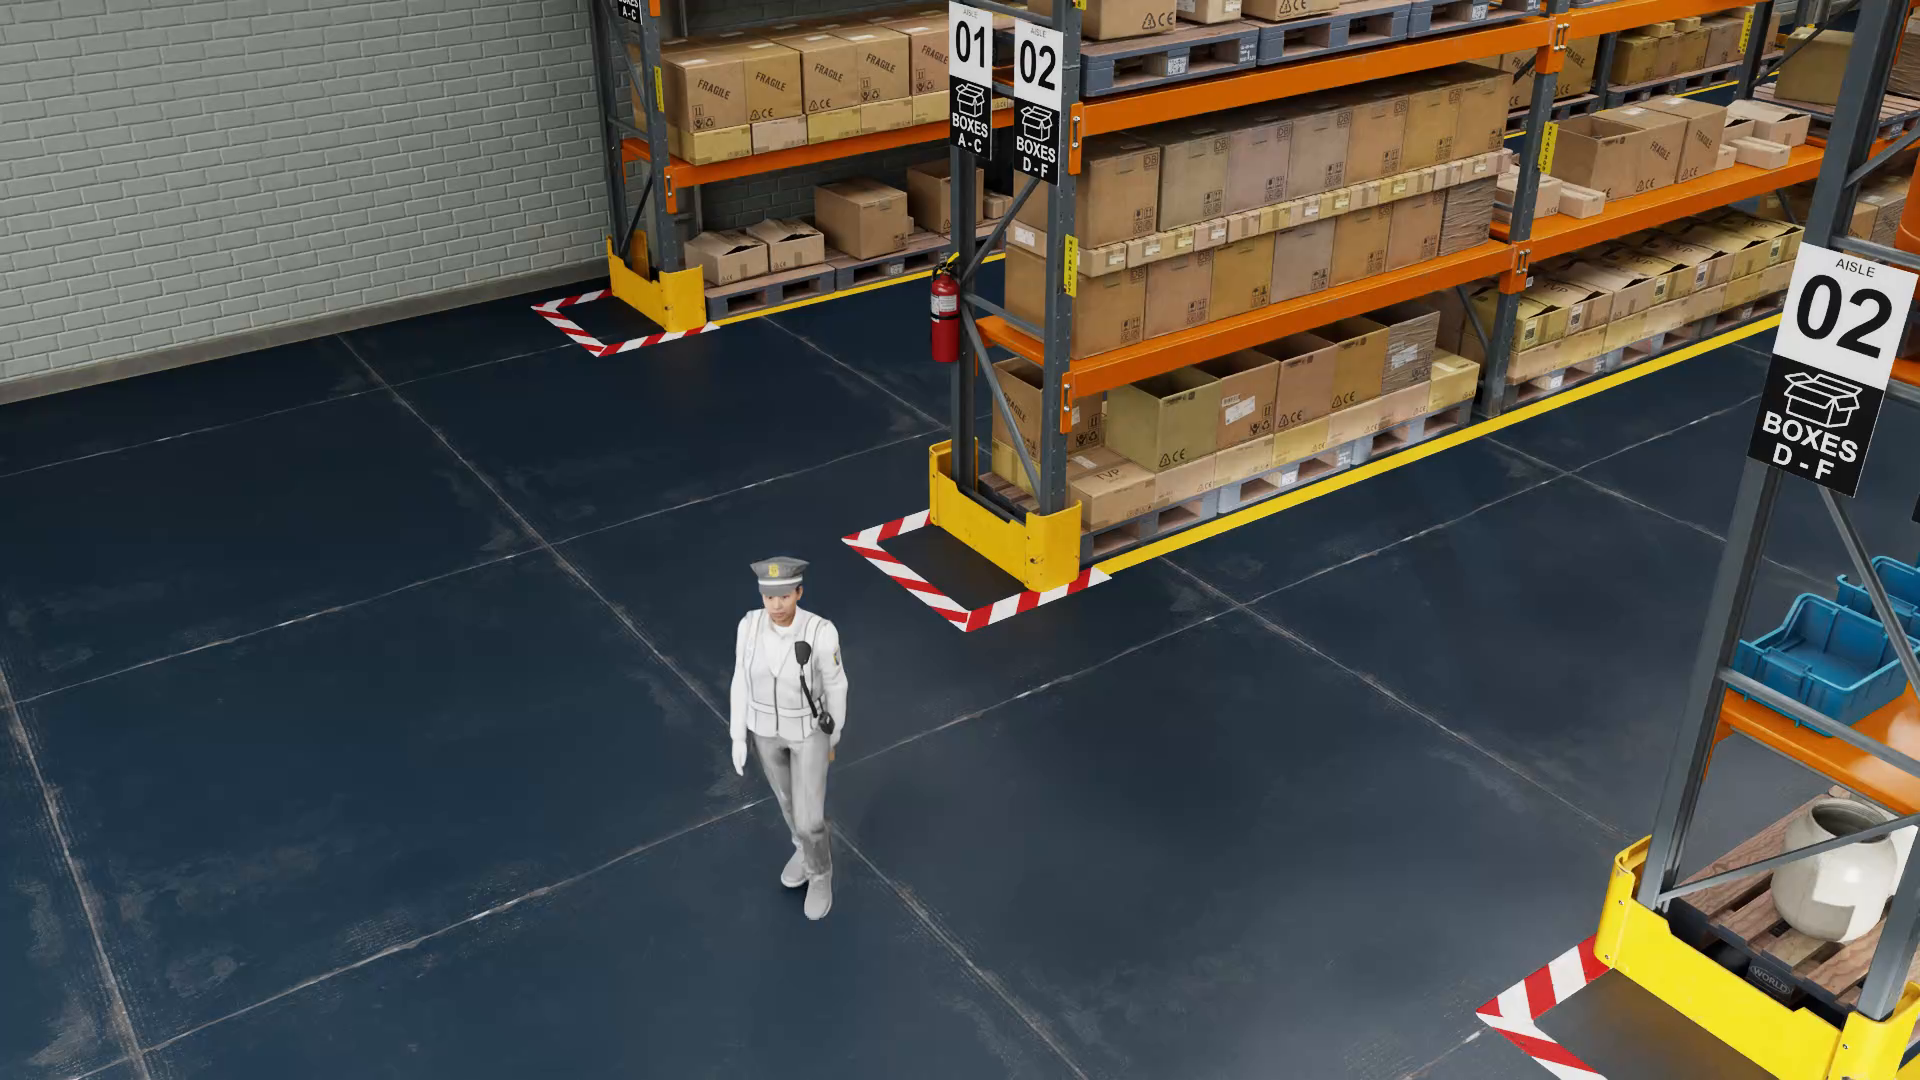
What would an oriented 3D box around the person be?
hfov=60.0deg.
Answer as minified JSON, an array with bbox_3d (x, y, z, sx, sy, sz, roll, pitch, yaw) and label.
[{"bbox_3d":[-0.730,0.835,7.075,0.477,1.736,0.481,7,30,13],"label":"person"}]
